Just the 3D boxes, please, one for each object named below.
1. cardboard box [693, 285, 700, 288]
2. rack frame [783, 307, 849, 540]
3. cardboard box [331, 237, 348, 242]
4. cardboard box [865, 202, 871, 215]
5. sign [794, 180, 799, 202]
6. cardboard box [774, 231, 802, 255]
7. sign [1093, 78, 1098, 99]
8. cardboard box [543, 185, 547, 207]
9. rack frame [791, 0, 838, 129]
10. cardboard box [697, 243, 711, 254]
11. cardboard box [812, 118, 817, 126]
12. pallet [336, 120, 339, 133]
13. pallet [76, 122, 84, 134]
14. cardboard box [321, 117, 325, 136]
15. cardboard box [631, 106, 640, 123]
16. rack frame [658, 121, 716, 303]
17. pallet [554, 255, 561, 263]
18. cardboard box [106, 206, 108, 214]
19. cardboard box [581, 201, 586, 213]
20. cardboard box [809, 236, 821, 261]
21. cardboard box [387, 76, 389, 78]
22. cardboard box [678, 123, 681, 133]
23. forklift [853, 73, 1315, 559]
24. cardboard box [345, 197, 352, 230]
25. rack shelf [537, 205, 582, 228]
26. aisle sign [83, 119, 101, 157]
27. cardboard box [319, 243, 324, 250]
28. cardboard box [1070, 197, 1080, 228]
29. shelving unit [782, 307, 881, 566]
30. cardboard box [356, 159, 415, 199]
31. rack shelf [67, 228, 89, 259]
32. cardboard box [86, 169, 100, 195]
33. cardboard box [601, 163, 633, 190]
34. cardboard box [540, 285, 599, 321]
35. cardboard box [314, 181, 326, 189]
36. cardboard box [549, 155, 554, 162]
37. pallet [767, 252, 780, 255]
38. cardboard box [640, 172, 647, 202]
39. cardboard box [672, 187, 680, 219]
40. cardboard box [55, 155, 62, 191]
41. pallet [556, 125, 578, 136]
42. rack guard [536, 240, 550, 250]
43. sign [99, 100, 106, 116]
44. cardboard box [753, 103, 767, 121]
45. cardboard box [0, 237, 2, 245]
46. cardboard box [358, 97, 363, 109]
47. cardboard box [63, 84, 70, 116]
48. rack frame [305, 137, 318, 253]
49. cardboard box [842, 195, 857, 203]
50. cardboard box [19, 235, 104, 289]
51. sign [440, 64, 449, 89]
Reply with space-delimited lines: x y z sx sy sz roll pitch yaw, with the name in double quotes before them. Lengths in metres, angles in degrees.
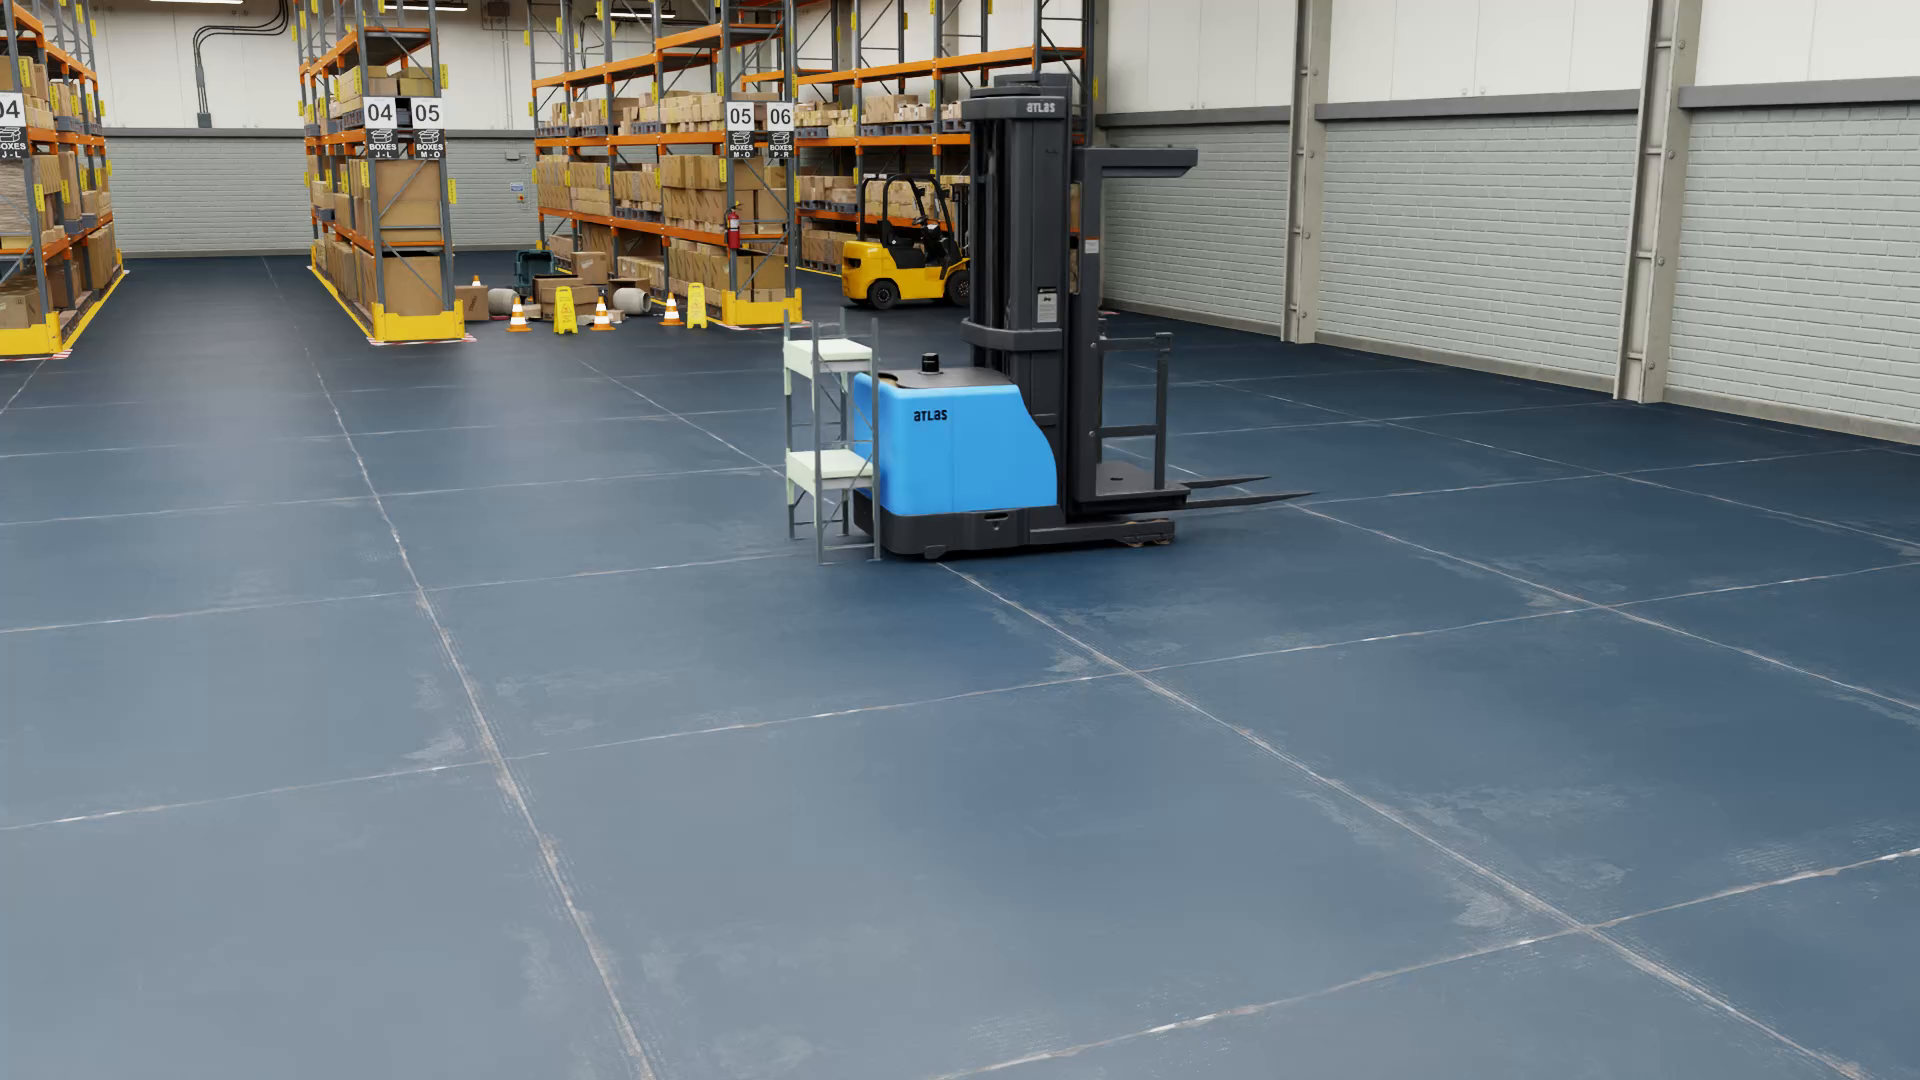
"cardboard box" -3.916 -3.927 26.353 0.500 0.250 0.500 -6 14 -25
"rack frame" -0.929 -0.745 10.762 0.400 1.500 0.023 -5 14 -19
"cardboard box" -11.356 -5.462 30.768 0.500 0.250 0.500 -5 14 -22
"cardboard box" -1.635 -6.619 33.151 0.500 0.250 0.500 -6 14 -23
"sign" -2.433 -5.175 24.658 0.100 0.325 0.005 -6 14 -23
"cardboard box" -3.912 -6.916 38.713 0.700 0.500 0.500 -6 14 -25
"sign" 2.127 -7.128 26.250 0.100 0.325 0.005 -6 14 -23
"cardboard box" -9.182 -7.832 37.834 0.500 0.500 0.500 -6 14 -24
"rack frame" -3.191 -10.555 36.520 1.000 3.000 0.127 -6 14 -23
"cardboard box" -3.901 -4.569 26.025 0.380 0.149 0.250 -5 14 -21
"cardboard box" -2.931 -8.863 35.265 0.380 0.149 0.250 -5 14 -22
"pallet" -9.873 -6.900 27.795 1.003 0.211 1.213 -5 14 -20
"pallet" -15.522 -6.960 28.055 1.213 0.211 1.003 -5 14 -20
"cardboard box" -11.304 -7.596 30.165 0.500 0.500 0.500 -6 14 -23
"cardboard box" -5.498 -7.556 29.985 0.797 0.503 0.637 -6 14 -23
"rack frame" -4.533 -5.531 28.114 1.000 3.000 0.127 -6 14 -23
"pallet" -8.948 -6.493 38.458 1.003 0.211 1.213 -6 14 -23
"cardboard box" -17.363 -6.633 33.433 0.380 0.149 0.250 -5 14 -22
"cardboard box" -7.403 -6.782 33.852 0.500 0.250 0.500 -6 14 -23
"cardboard box" -2.981 -6.390 36.440 0.500 0.500 0.500 -6 14 -24
"cardboard box" -8.388 -6.893 24.982 0.380 0.149 0.250 -6 14 -23
"cardboard box" -4.314 -6.628 26.758 0.380 0.149 0.250 -5 14 -21
"forklift" 0.866 -1.488 10.799 3.031 2.935 1.130 -5 14 -19
"cardboard box" -9.482 -5.195 26.443 0.500 0.500 0.500 -6 14 -23
"rack shelf" -8.538 -7.246 37.122 1.077 0.370 4.000 -6 14 -23
"aisle sign" -18.174 -8.423 34.847 0.394 0.787 0.004 -6 14 -23
"cardboard box" -13.203 -6.134 34.792 0.380 0.149 0.250 -6 14 -25
"cardboard box" 1.672 -5.330 27.024 0.500 0.500 0.500 -5 14 -21
"shelving unit" -0.808 -0.667 10.425 0.431 1.500 0.755 -5 14 -19
"cardboard box" -8.275 -5.247 24.160 0.875 0.550 0.500 -6 14 -23
"rack shelf" -14.414 -4.698 26.113 1.077 0.370 4.000 -6 14 -23
"cardboard box" -16.775 -6.848 31.814 0.500 0.500 0.500 -6 14 -23
"cardboard box" -6.582 -6.976 31.921 0.500 0.500 0.500 -6 14 -24
"cardboard box" -5.954 -3.622 25.405 0.637 0.503 0.797 6 14 26
"cardboard box" -12.278 -6.854 32.140 0.380 0.149 0.250 -5 14 -22
"cardboard box" -8.868 -8.439 36.804 0.380 0.149 0.250 -6 14 -24
"pallet" -3.957 -6.668 39.215 1.003 0.211 1.213 -6 14 -23
"cardboard box" -5.329 -6.213 29.250 0.500 0.500 0.500 -5 14 -21
"cardboard box" -4.389 -5.507 27.129 0.500 0.500 0.500 -6 14 -23
"cardboard box" -13.180 -5.248 23.795 0.500 0.500 0.500 -6 14 -23
"pallet" -8.055 -8.772 35.662 1.003 0.211 1.213 -6 14 -23
"rack guard" -9.349 -6.797 39.130 1.175 0.500 0.348 -6 14 -23
"sign" -17.917 -9.015 34.729 0.100 0.325 0.005 -6 14 -23
"cardboard box" -2.888 -6.366 24.742 0.500 0.250 0.500 -6 14 -24
"cardboard box" -12.647 -3.879 21.534 0.380 0.149 0.250 -6 14 -23
"cardboard box" -7.869 -5.867 22.318 0.380 0.149 0.250 -6 14 -23
"cardboard box" -14.579 -7.035 26.630 0.500 0.500 0.500 -6 14 -23
"rack frame" -13.835 -7.542 36.804 1.000 3.000 0.127 -6 14 -23
"cardboard box" -2.203 -6.990 34.043 0.380 0.149 0.250 -5 14 -22
"cardboard box" -15.472 -4.776 28.634 1.225 0.875 0.875 -6 14 -26
"sign" -6.914 -6.211 22.287 0.100 0.325 0.005 -6 14 -23
